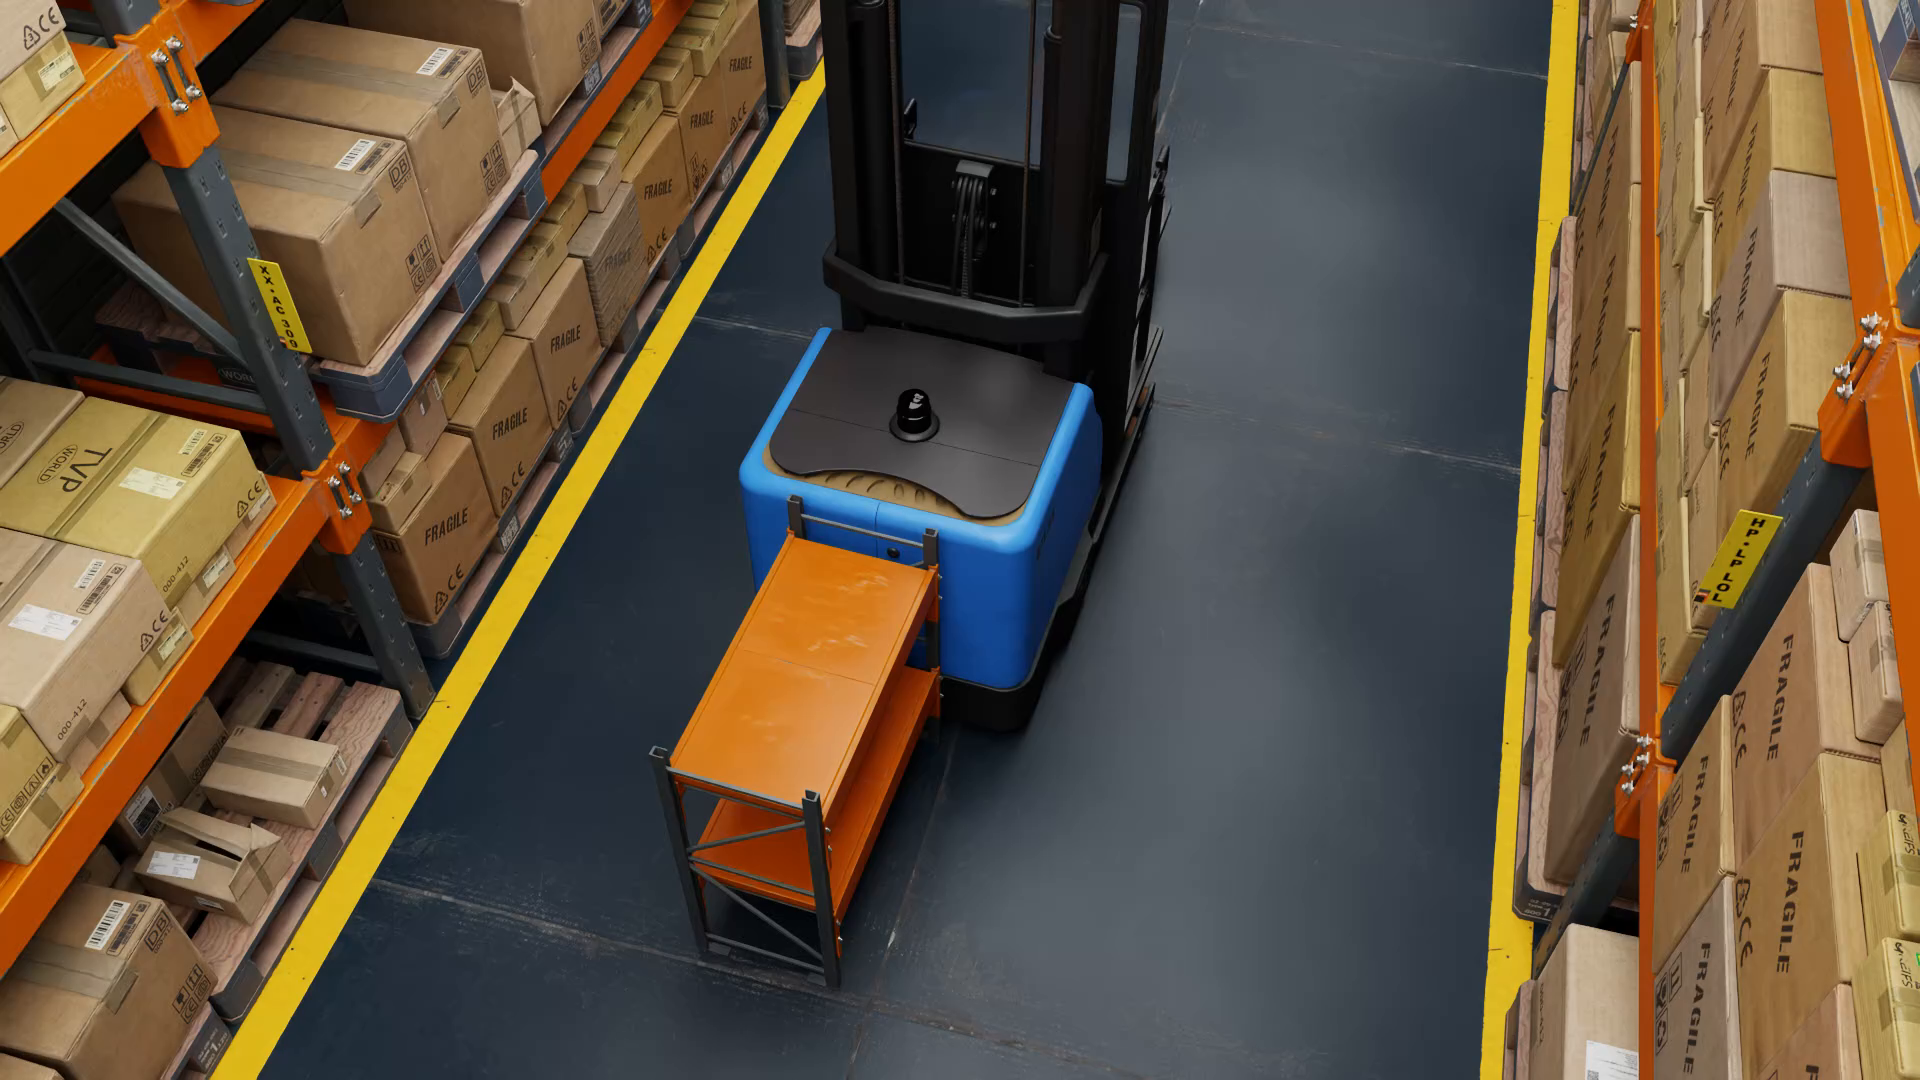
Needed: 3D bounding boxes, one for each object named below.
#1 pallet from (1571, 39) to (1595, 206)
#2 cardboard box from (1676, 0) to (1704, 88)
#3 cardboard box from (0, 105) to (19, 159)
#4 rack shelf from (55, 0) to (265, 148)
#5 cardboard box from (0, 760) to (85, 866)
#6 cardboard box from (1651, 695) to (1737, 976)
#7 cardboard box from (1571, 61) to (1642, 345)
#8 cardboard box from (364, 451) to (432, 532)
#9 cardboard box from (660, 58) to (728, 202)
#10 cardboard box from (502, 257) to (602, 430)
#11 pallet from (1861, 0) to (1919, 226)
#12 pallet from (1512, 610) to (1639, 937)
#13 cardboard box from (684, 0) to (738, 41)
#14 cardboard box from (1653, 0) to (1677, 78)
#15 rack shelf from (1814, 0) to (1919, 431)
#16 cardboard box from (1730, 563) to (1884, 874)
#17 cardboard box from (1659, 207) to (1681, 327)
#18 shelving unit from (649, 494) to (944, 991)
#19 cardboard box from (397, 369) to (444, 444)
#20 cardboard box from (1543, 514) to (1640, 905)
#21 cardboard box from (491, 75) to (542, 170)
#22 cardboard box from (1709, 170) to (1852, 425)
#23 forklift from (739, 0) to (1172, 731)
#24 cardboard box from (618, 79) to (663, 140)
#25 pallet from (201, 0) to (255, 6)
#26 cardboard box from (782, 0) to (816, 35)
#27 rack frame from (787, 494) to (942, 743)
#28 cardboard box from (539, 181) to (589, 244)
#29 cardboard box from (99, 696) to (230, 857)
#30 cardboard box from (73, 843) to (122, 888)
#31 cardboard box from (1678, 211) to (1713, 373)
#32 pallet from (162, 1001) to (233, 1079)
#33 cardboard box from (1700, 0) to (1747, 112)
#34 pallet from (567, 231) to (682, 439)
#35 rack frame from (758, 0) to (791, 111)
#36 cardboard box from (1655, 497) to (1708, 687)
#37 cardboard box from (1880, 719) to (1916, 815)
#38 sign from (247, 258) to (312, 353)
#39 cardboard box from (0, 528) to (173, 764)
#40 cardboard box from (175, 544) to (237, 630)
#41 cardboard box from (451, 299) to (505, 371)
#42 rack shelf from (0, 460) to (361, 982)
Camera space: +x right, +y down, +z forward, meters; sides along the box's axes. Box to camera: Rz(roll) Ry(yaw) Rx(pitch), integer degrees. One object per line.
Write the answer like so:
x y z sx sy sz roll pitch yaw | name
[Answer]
3.613 -2.029 8.319 1.003 0.211 1.213 12 50 10 | pallet
2.897 -1.811 6.034 0.500 0.250 0.500 13 50 11 | cardboard box
-2.314 -0.885 3.616 0.380 0.149 0.250 11 50 10 | cardboard box
-1.910 -2.672 5.505 1.077 0.370 4.000 12 50 10 | rack shelf
-2.505 0.653 4.259 0.380 0.149 0.250 11 49 9 | cardboard box
1.977 0.761 3.930 0.500 0.500 0.500 13 50 11 | cardboard box
3.144 -1.340 6.988 0.875 0.875 0.875 11 50 10 | cardboard box
-2.085 -0.204 5.803 0.380 0.149 0.250 14 50 12 | cardboard box
-1.429 -1.967 7.792 0.500 0.500 0.500 11 49 9 | cardboard box
-1.826 -0.835 6.792 0.500 0.500 0.500 10 49 9 | cardboard box
2.547 -1.096 3.762 0.805 0.209 1.217 10 49 9 | pallet
2.484 0.856 5.773 1.003 0.211 1.213 12 50 10 | pallet
-1.269 -2.483 7.814 0.380 0.149 0.250 9 49 8 | cardboard box
3.034 -2.033 6.563 0.500 0.250 0.500 11 49 9 | cardboard box
2.880 -1.695 4.643 1.077 0.370 4.000 12 50 10 | rack shelf
1.994 0.439 3.547 0.500 0.500 0.500 12 50 10 | cardboard box
2.646 -0.922 5.582 0.500 0.250 0.500 12 50 10 | cardboard box
-0.467 0.656 5.340 0.538 1.125 1.048 14 50 12 | shelving unit
-2.063 -0.500 5.865 0.380 0.149 0.250 9 49 8 | cardboard box
2.439 0.606 5.270 0.875 0.875 0.875 13 50 11 | cardboard box
-1.701 -1.494 5.797 0.396 0.266 0.258 14 50 12 | cardboard box
2.358 -0.606 4.470 0.500 0.500 0.500 12 50 11 | cardboard box
0.195 -1.417 5.964 1.130 2.935 3.031 14 50 12 | forklift
-1.536 -1.916 7.314 0.380 0.149 0.250 13 50 11 | cardboard box
-2.197 -1.859 4.433 1.213 0.211 1.003 12 50 10 | pallet
-1.206 -3.166 8.766 0.875 0.625 0.625 13 50 11 | cardboard box
-0.309 0.294 5.659 0.500 1.125 0.032 14 50 12 | rack frame
-1.759 -1.362 6.825 0.380 0.149 0.250 12 50 10 | cardboard box
-2.838 0.711 5.554 0.500 0.311 0.500 13 50 11 | cardboard box
-2.952 1.079 5.338 0.380 0.149 0.250 11 49 10 | cardboard box
2.490 -0.715 5.066 0.500 0.250 0.500 13 50 11 | cardboard box
-2.937 1.834 4.910 1.003 0.211 1.213 12 50 10 | pallet
2.768 -1.711 5.444 0.500 0.500 0.500 13 50 11 | cardboard box
-1.940 -1.029 7.436 1.003 0.211 1.213 12 50 10 | pallet
-1.384 -3.364 7.637 1.000 3.000 0.127 12 50 10 | rack frame
2.228 0.182 4.608 0.500 0.250 0.500 10 49 9 | cardboard box
1.941 0.487 3.073 0.380 0.149 0.250 11 49 10 | cardboard box
-1.911 -0.656 4.669 0.100 0.325 0.005 12 50 10 | sign
-2.453 0.262 4.338 0.500 0.250 0.500 12 50 10 | cardboard box
-2.324 0.086 4.760 0.380 0.149 0.250 13 50 11 | cardboard box
-1.971 -0.808 6.336 0.380 0.149 0.250 11 49 9 | cardboard box
-2.963 1.214 4.077 1.077 0.370 4.000 12 50 10 | rack shelf
